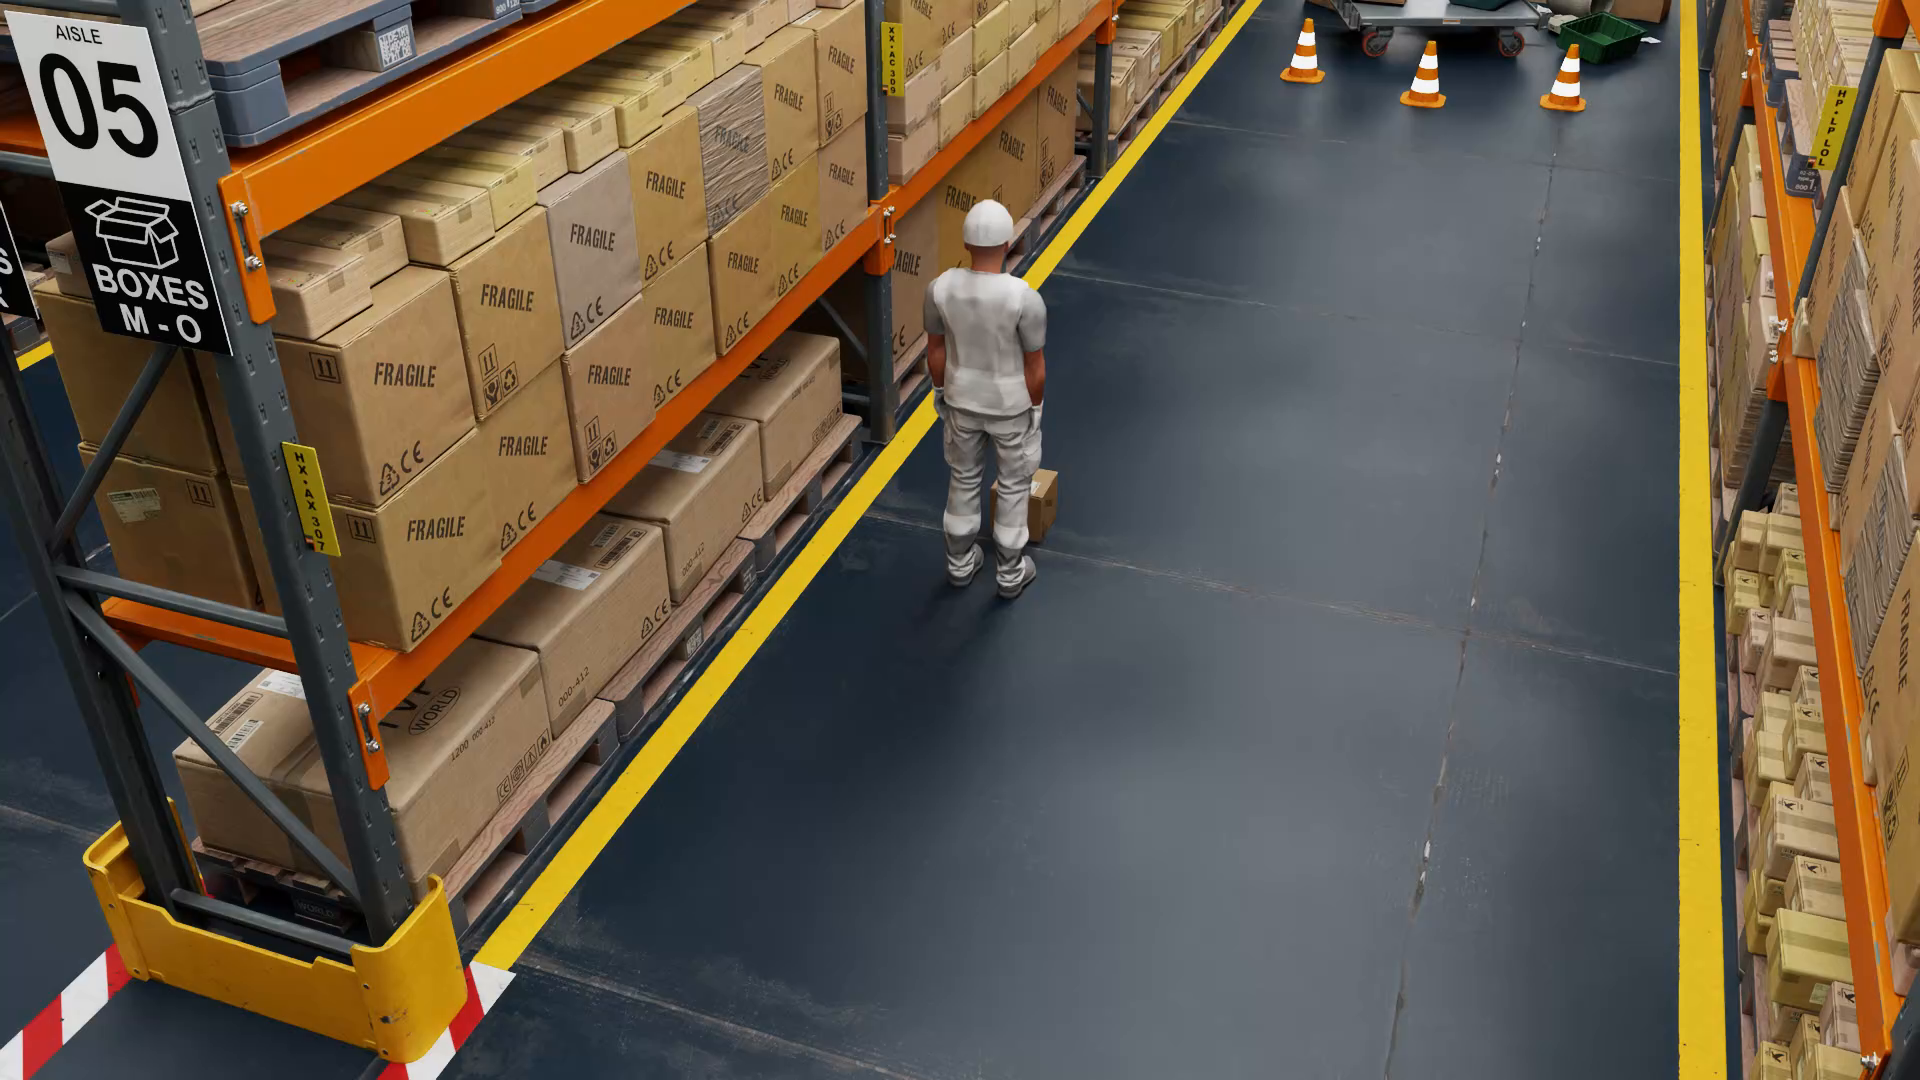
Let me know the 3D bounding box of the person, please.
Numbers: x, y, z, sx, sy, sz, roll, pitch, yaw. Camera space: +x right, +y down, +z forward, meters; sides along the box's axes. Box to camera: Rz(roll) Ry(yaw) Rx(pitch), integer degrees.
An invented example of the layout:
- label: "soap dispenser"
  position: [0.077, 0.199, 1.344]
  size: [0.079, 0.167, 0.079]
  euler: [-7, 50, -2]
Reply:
- label: "person"
  position: [0.116, -0.580, 7.015]
  size: [0.526, 1.782, 0.342]
  euler: [12, 35, 18]
